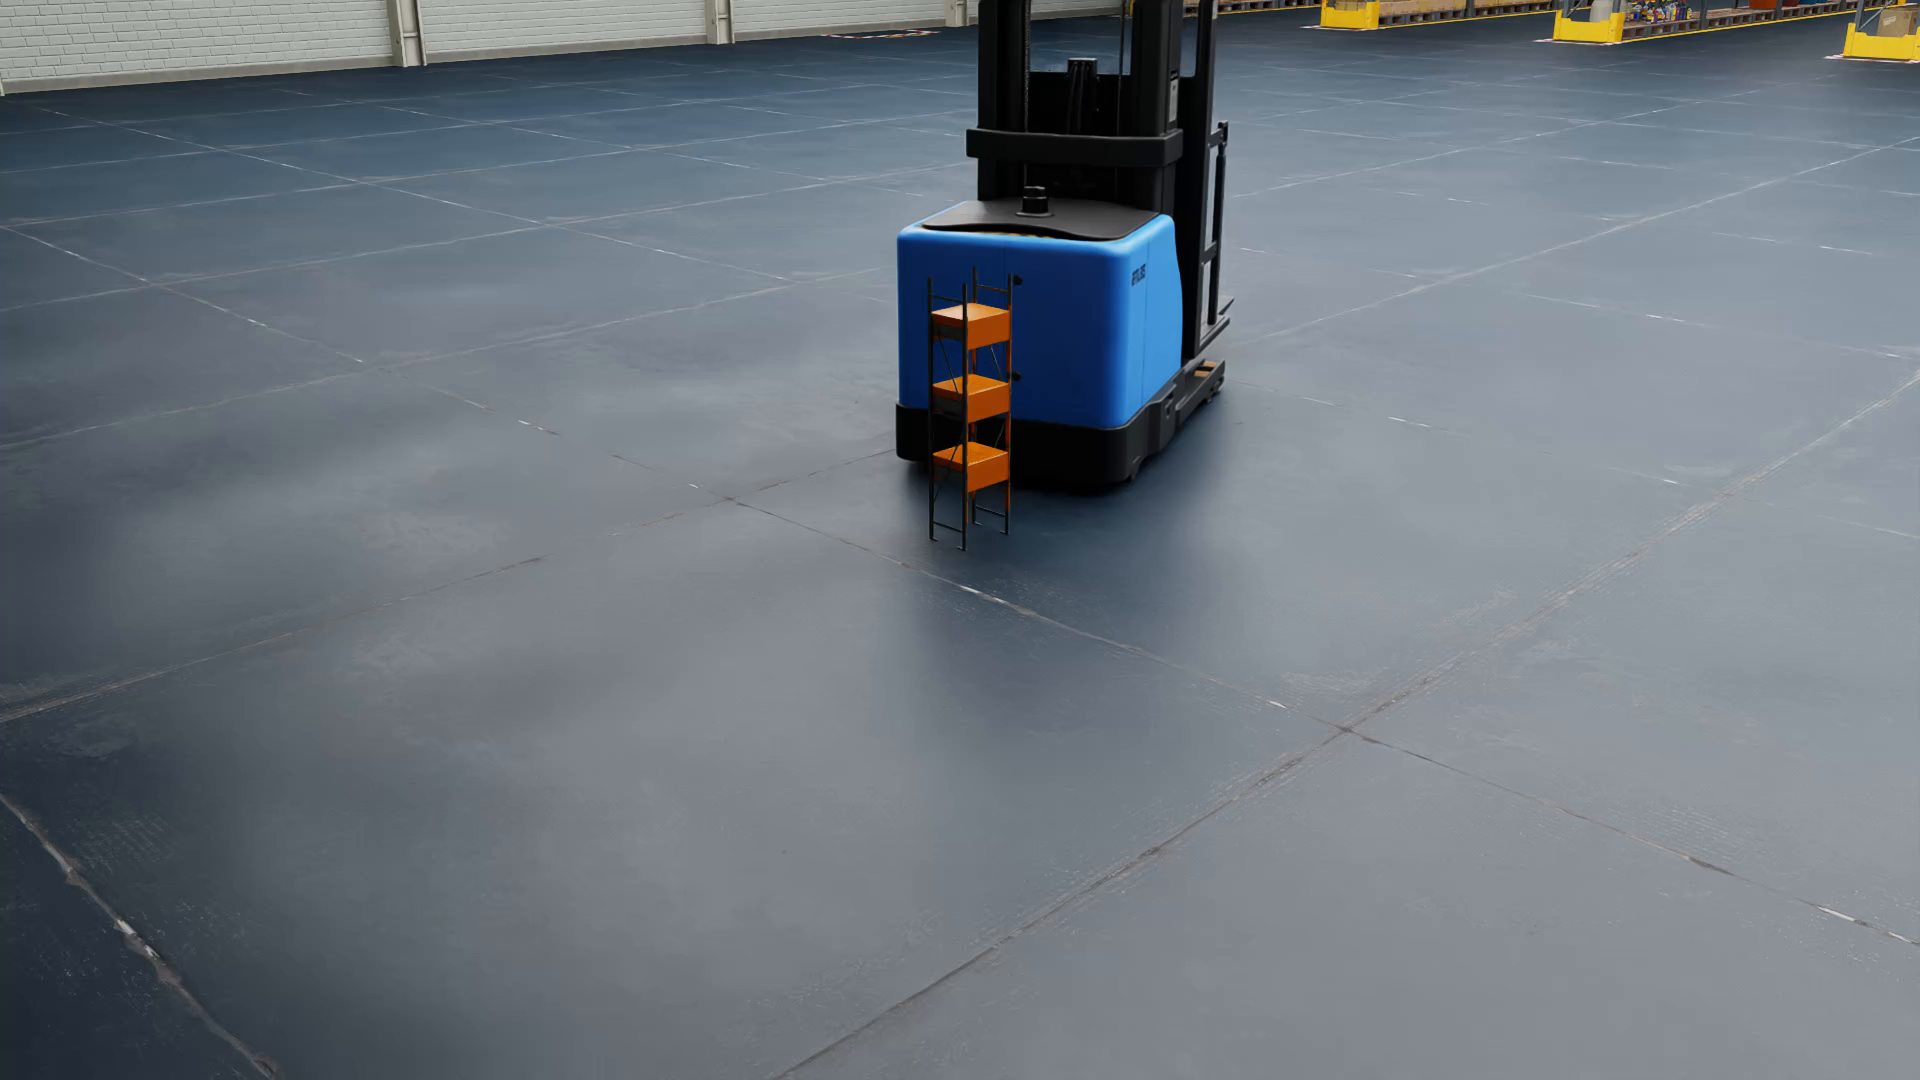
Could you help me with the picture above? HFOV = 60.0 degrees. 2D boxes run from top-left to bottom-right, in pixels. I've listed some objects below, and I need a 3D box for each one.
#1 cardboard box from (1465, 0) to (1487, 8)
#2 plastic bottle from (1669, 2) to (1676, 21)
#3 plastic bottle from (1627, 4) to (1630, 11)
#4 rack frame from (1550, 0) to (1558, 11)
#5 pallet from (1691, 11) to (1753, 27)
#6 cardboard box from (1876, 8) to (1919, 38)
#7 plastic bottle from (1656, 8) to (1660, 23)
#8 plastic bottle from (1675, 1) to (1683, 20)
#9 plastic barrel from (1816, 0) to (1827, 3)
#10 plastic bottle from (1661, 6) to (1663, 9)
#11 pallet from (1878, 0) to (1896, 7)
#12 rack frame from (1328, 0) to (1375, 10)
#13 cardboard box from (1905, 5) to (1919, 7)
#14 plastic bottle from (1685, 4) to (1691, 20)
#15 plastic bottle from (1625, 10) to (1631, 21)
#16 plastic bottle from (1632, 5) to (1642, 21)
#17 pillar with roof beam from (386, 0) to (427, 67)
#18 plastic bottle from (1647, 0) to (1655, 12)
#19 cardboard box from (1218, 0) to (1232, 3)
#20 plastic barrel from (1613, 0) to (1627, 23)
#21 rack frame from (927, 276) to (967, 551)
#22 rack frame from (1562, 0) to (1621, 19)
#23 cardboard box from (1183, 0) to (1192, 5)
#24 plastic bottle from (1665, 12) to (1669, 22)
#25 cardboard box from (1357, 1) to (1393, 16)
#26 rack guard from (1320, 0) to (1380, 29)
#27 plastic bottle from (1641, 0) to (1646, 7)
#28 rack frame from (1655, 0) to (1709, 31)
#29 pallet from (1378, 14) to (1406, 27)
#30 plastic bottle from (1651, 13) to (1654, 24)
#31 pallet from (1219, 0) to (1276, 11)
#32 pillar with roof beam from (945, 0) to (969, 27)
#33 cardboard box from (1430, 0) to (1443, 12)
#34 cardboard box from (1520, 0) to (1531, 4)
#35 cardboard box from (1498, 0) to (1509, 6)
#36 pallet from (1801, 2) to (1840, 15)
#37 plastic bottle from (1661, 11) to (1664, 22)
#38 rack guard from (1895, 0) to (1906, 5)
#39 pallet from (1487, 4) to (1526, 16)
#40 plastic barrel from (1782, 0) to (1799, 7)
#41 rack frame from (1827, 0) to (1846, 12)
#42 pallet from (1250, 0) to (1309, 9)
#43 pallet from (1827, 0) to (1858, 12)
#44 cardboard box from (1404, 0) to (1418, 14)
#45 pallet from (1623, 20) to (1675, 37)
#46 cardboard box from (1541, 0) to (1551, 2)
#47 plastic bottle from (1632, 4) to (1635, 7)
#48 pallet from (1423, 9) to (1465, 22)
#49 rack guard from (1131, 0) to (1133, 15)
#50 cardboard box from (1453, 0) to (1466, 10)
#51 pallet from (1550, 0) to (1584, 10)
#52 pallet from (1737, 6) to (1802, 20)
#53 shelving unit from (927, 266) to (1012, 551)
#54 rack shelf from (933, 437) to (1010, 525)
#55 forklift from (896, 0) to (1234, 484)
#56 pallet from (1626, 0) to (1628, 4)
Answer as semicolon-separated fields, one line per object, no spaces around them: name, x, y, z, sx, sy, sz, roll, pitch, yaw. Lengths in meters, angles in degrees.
cardboard box;11.052;-11.661;35.979;0.500;0.250;0.500;18;28;39
plastic bottle;13.538;-10.065;31.659;0.144;0.351;0.185;19;28;40
plastic bottle;12.721;-10.126;31.817;0.185;0.351;0.144;-19;28;-40
rack frame;13.384;-13.735;38.128;1.000;3.000;0.127;19;28;41
pallet;15.511;-10.691;34.096;1.003;0.211;1.213;19;28;41
cardboard box;15.346;-8.384;27.104;0.500;0.500;0.500;-14;25;-32
plastic bottle;13.076;-9.846;31.199;0.097;0.271;0.097;0;21;0
plastic bottle;13.763;-10.148;31.875;0.144;0.351;0.185;18;27;38
plastic barrel;19.329;-12.603;37.524;0.600;0.901;0.708;19;28;41
plastic bottle;13.345;-10.019;31.633;0.061;0.283;0.133;19;28;41
pallet;21.908;-13.047;40.224;1.003;0.211;1.213;19;28;41
rack frame;7.803;-11.678;32.778;1.000;3.000;0.127;19;28;41
cardboard box;16.188;-8.702;27.933;0.500;0.500;0.500;-17;27;-37
plastic bottle;14.040;-10.197;32.097;0.133;0.283;0.061;-18;28;-39
plastic bottle;12.711;-9.986;31.661;0.097;0.201;0.097;0;21;0
plastic bottle;12.975;-10.108;31.875;0.152;0.276;0.135;19;28;41
pillar with roof beam;-5.353;-10.410;21.115;9.100;9.000;0.400;19;28;41
plastic bottle;13.383;-10.295;32.258;0.144;0.351;0.185;19;28;41
cardboard box;5.743;-12.434;37.614;0.700;0.500;0.500;17;27;37
plastic barrel;12.103;-9.790;30.746;0.421;0.512;0.421;0;21;0
rack frame;-0.048;-0.472;6.340;0.200;1.050;0.008;19;28;41
rack frame;11.349;-10.438;29.550;1.000;3.000;0.127;19;28;41
cardboard box;4.798;-12.023;36.808;0.500;0.311;0.500;15;26;35
plastic bottle;13.359;-9.917;31.482;0.097;0.201;0.097;0;21;0
cardboard box;8.336;-10.673;33.409;0.500;0.250;0.500;19;28;41
rack guard;7.786;-10.505;33.210;1.175;0.500;0.348;19;28;41
plastic bottle;13.279;-10.331;32.352;0.185;0.351;0.144;-19;28;-41
rack frame;14.140;-11.466;32.225;1.000;3.000;0.127;19;28;41
pallet;8.306;-10.584;33.817;1.003;0.211;1.213;19;28;41
plastic bottle;12.910;-9.752;31.052;0.097;0.201;0.097;0;21;0
pallet;6.598;-12.462;38.704;1.003;0.211;1.213;19;28;41
pillar with roof beam;3.018;-13.494;29.140;9.100;9.000;0.400;19;28;41
cardboard box;9.732;-11.187;34.746;0.500;0.250;0.500;19;28;41
cardboard box;12.481;-12.189;37.354;0.500;0.250;0.500;-19;28;-41
cardboard box;11.769;-11.926;36.668;0.500;0.250;0.500;18;28;39
pallet;19.152;-12.033;37.587;1.003;0.211;1.213;19;28;41
plastic bottle;13.215;-9.864;31.345;0.097;0.201;0.097;0;21;0
rack guard;22.518;-13.393;40.723;1.175;0.500;0.348;19;28;41
pallet;11.930;-11.919;37.291;1.003;0.211;1.213;19;28;41
plastic barrel;18.047;-11.985;36.351;0.600;0.588;0.708;19;28;41
rack frame;19.721;-13.522;37.575;1.000;3.000;0.127;19;28;41
pallet;7.584;-12.844;39.698;1.003;0.211;1.213;19;28;41
pallet;20.206;-12.420;38.592;1.003;0.211;1.213;19;28;41
cardboard box;9.032;-10.931;34.080;0.500;0.250;0.500;19;28;41
pallet;12.790;-9.687;31.483;1.003;0.211;1.213;19;28;41
cardboard box;13.191;-12.451;38.035;0.500;0.250;0.500;-19;28;-41
plastic bottle;13.003;-10.219;32.154;0.133;0.283;0.061;-19;28;-40
pallet;10.008;-11.211;35.449;1.003;0.211;1.213;19;28;41
rack guard;4.304;-11.770;36.500;1.175;0.500;0.348;19;28;41
cardboard box;10.426;-11.445;35.418;0.500;0.250;0.500;19;28;41
pallet;13.932;-12.616;39.103;1.003;0.211;1.213;19;28;41
pallet;17.450;-11.406;35.955;1.003;0.211;1.213;19;28;41
shelving unit;0.037;-0.504;6.422;0.215;1.050;0.252;19;28;41
rack shelf;0.037;-0.234;6.526;0.215;0.259;0.240;19;28;41
forklift;0.720;-2.100;7.954;1.130;2.935;3.031;8;22;20
pallet;15.634;-13.243;40.735;1.003;0.211;1.213;19;28;41
